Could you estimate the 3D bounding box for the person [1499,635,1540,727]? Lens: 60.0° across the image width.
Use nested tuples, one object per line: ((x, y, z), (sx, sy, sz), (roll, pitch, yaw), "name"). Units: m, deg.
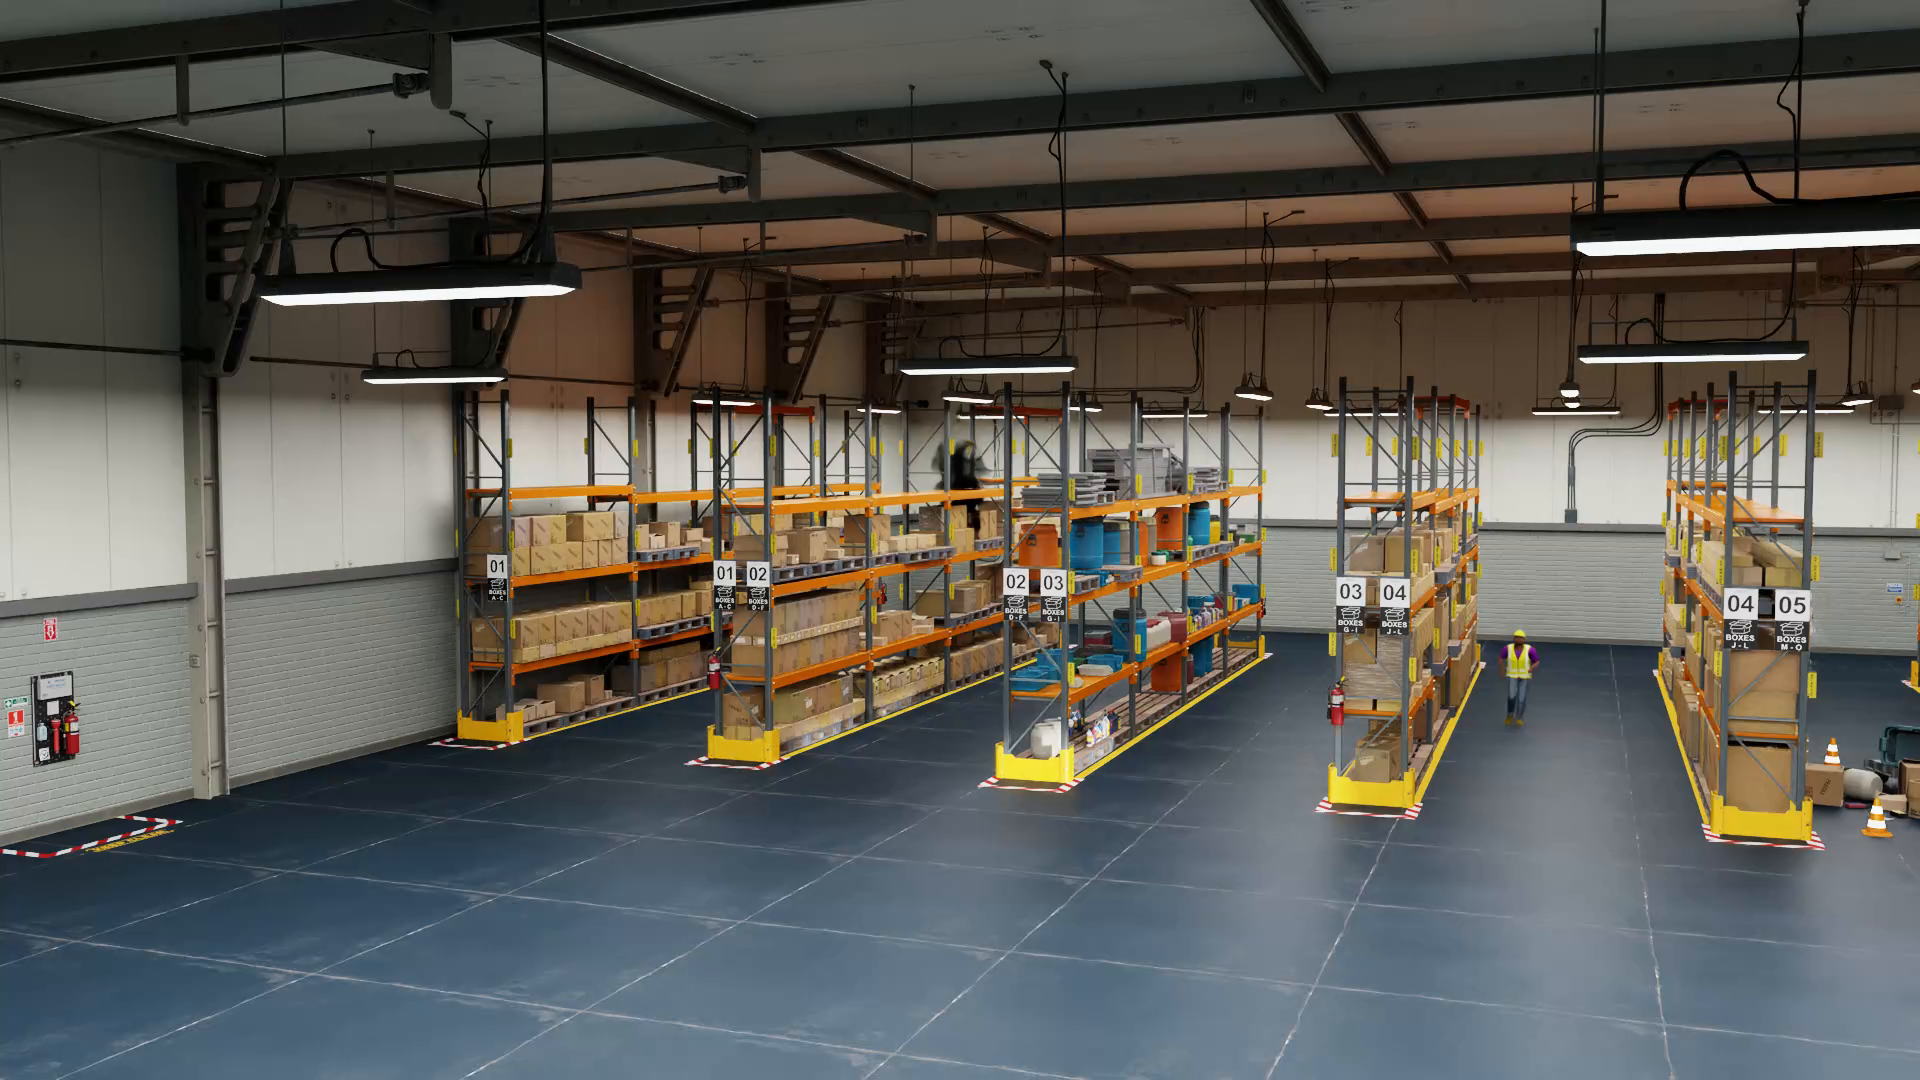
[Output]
((10.024, 2.504, 29.822), (0.697, 1.713, 0.672), (1, 3, 17), "person")
